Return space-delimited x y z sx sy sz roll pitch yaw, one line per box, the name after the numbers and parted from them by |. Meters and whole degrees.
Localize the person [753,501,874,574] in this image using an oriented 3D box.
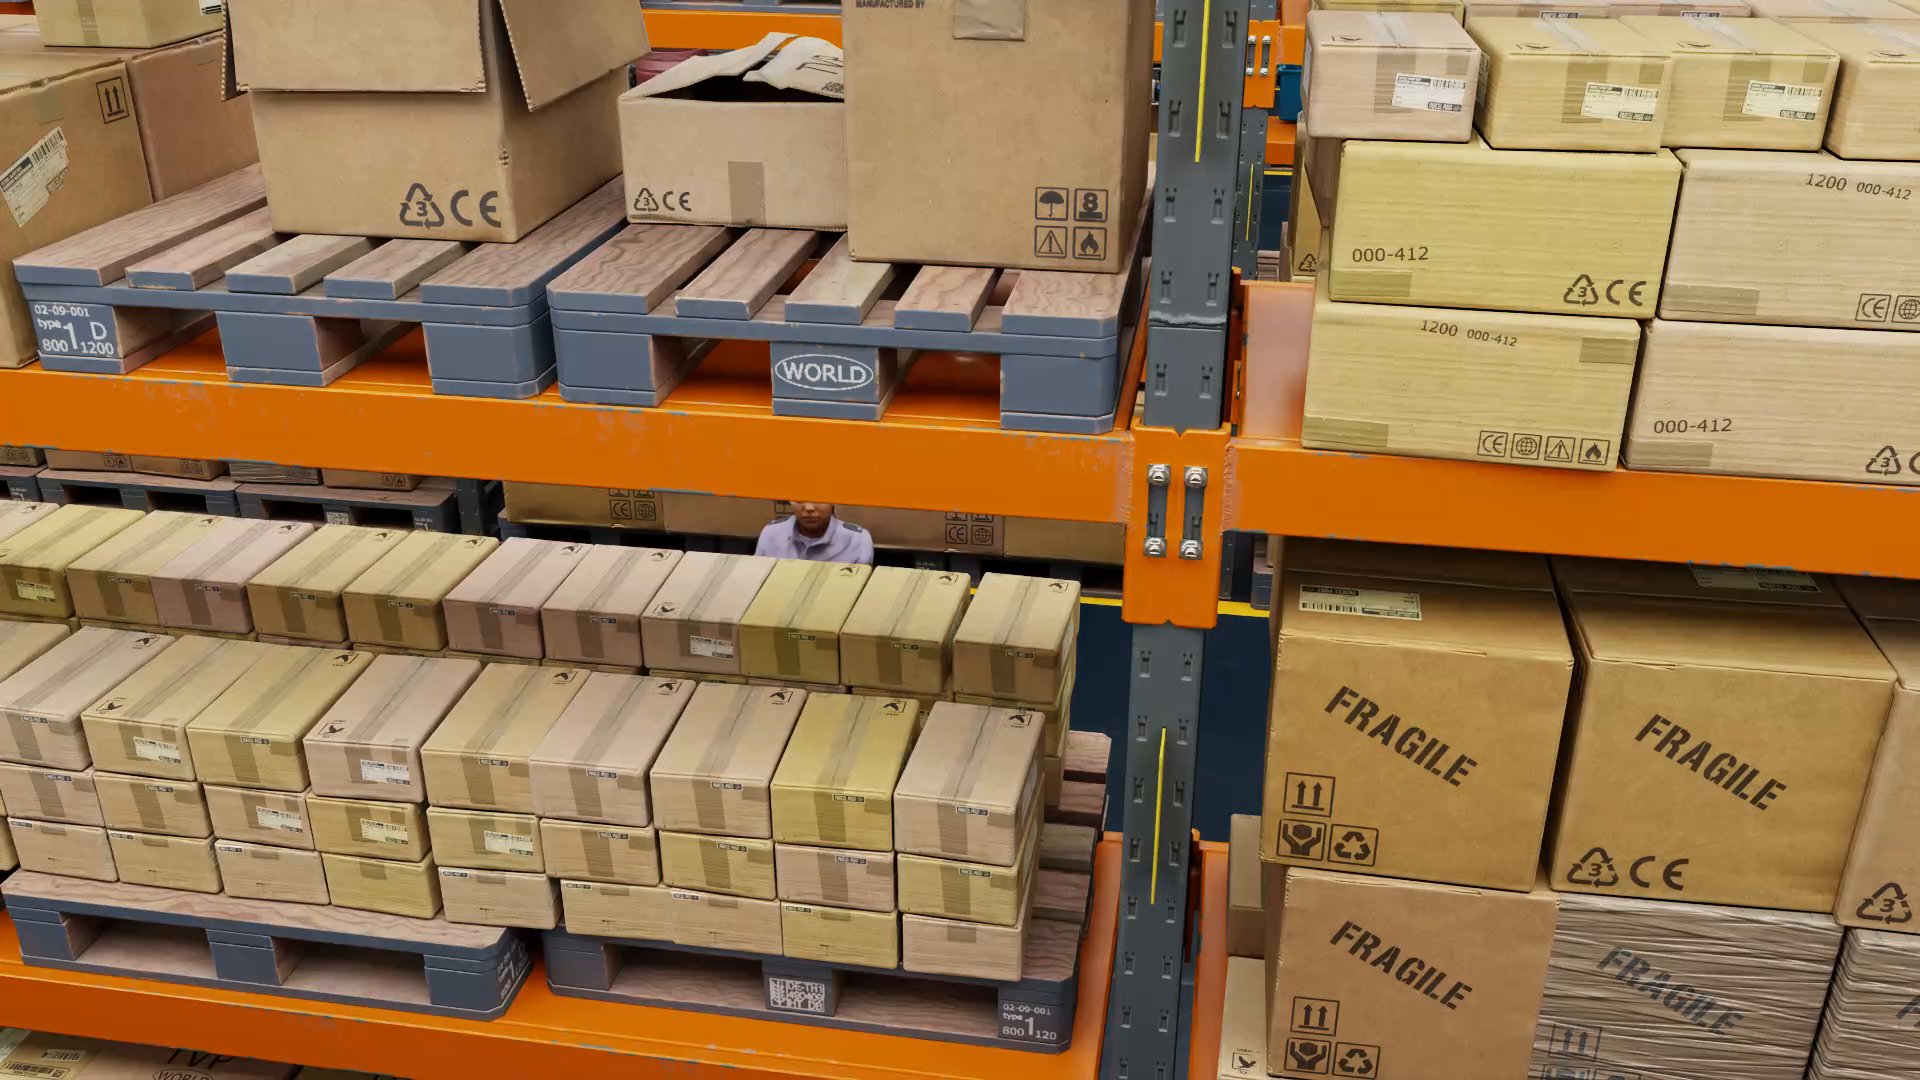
-0.549 0.521 6.031 0.451 1.636 0.521 4 25 9 | person
